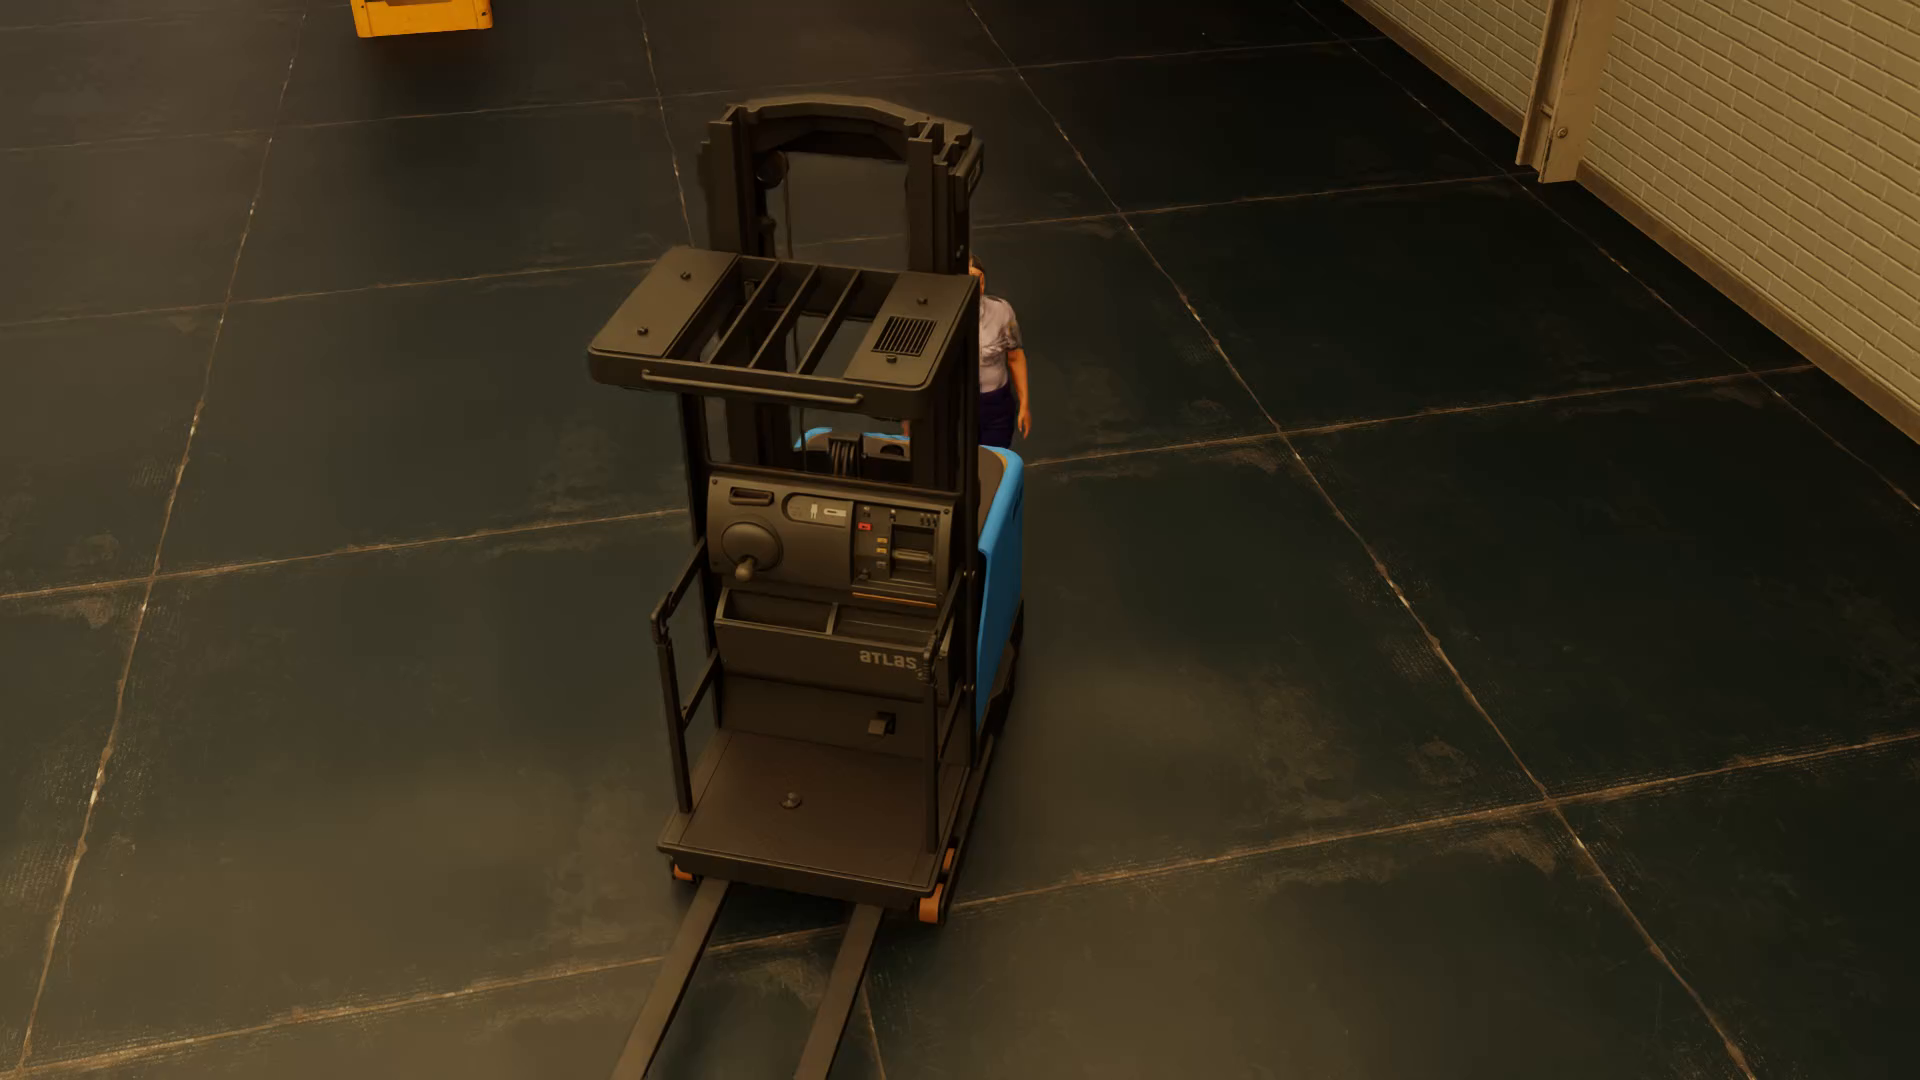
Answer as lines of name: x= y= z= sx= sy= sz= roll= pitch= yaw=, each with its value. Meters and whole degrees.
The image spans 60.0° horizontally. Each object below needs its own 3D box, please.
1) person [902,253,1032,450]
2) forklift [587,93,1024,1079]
person: x=0.033 y=-0.565 z=7.973 sx=0.627 sy=1.635 sz=0.523 roll=-5 pitch=36 yaw=-7
forklift: x=-0.529 y=0.061 z=5.965 sx=1.130 sy=2.935 sz=3.031 roll=7 pitch=36 yaw=10
